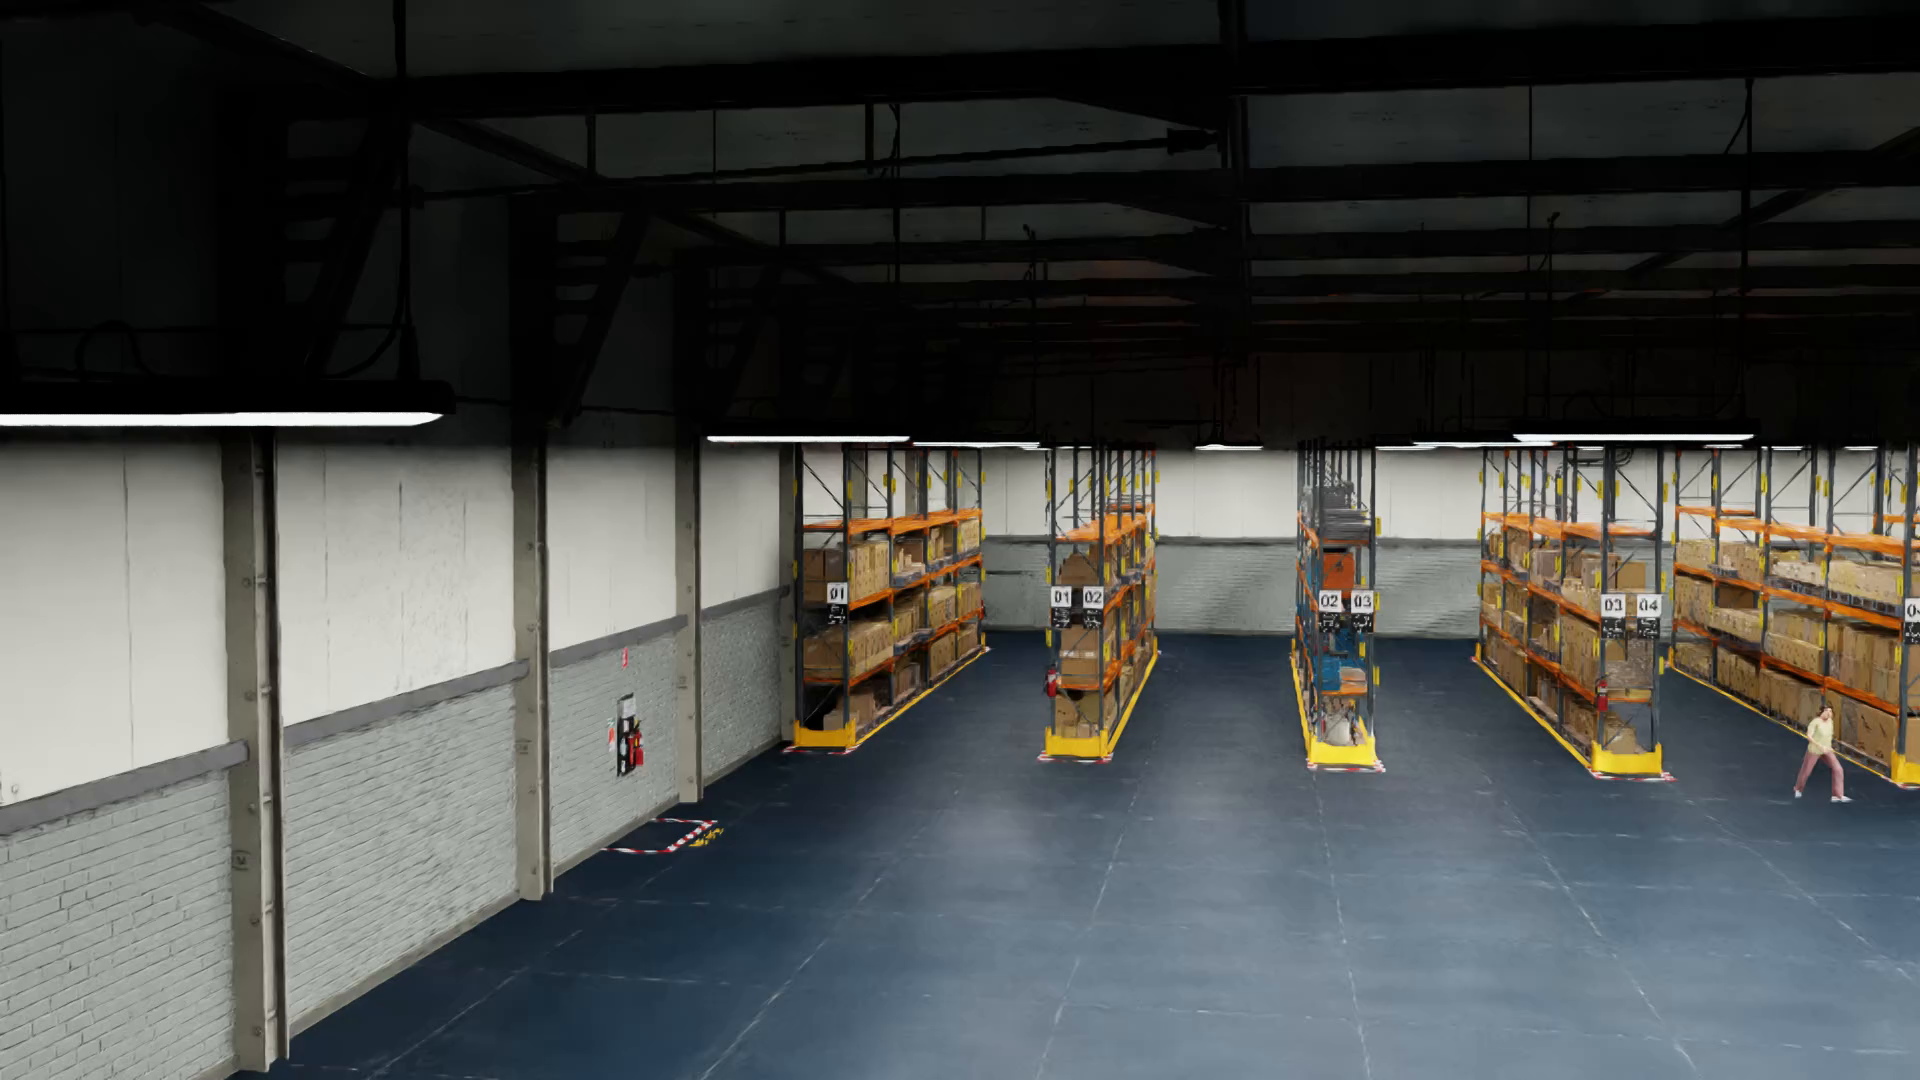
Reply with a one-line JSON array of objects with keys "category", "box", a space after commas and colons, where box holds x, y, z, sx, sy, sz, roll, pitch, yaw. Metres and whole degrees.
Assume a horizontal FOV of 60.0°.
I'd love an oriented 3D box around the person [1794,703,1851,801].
[{"category": "person", "box": [14.137, 3.461, 27.334, 0.619, 1.599, 0.817, 0, 3, -7]}]
